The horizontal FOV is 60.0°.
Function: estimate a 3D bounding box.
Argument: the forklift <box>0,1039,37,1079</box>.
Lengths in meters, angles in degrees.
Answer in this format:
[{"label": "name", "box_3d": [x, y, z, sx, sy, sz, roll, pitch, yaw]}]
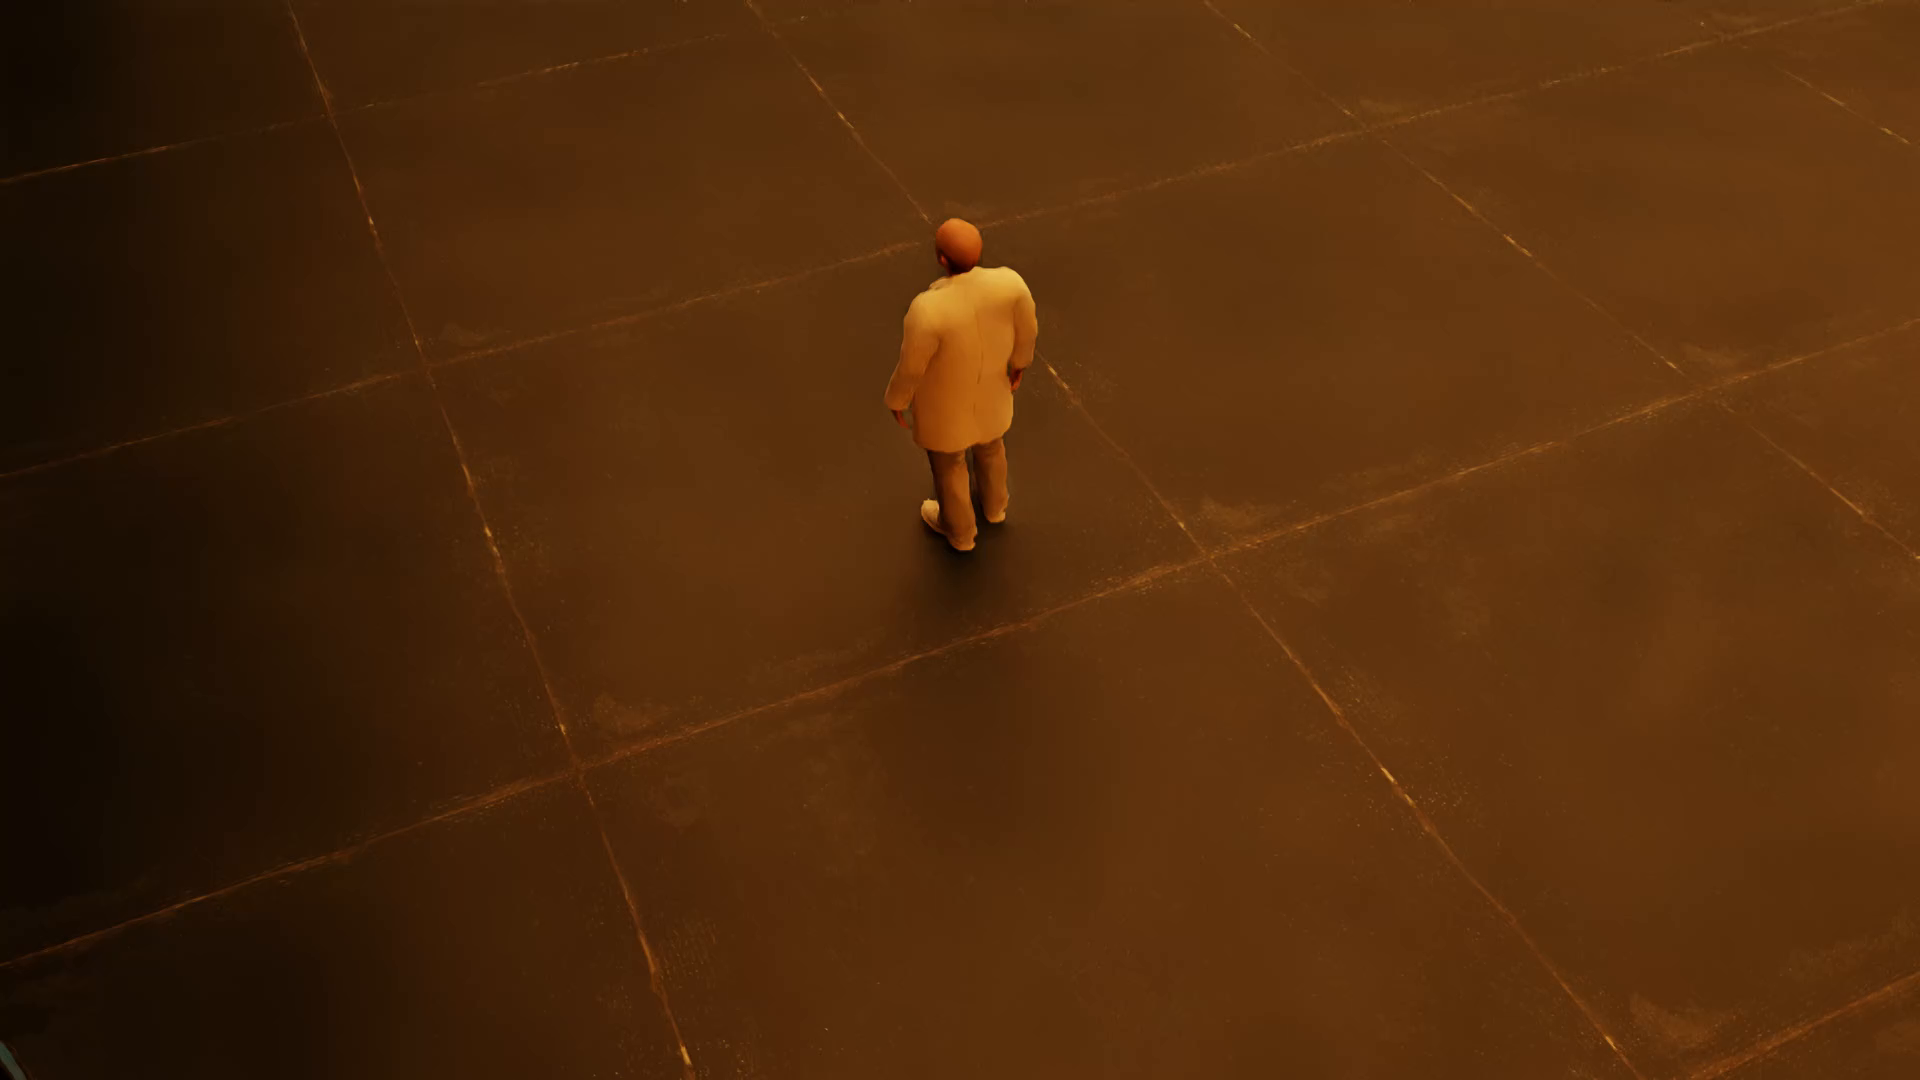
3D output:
[{"label": "forklift", "box_3d": [-2.543, 1.786, 3.766, 1.130, 2.935, 3.031, -34, 53, -31]}]

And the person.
[{"label": "person", "box_3d": [-0.034, -0.712, 7.279, 0.694, 1.776, 0.579, -18, 46, -18]}]
